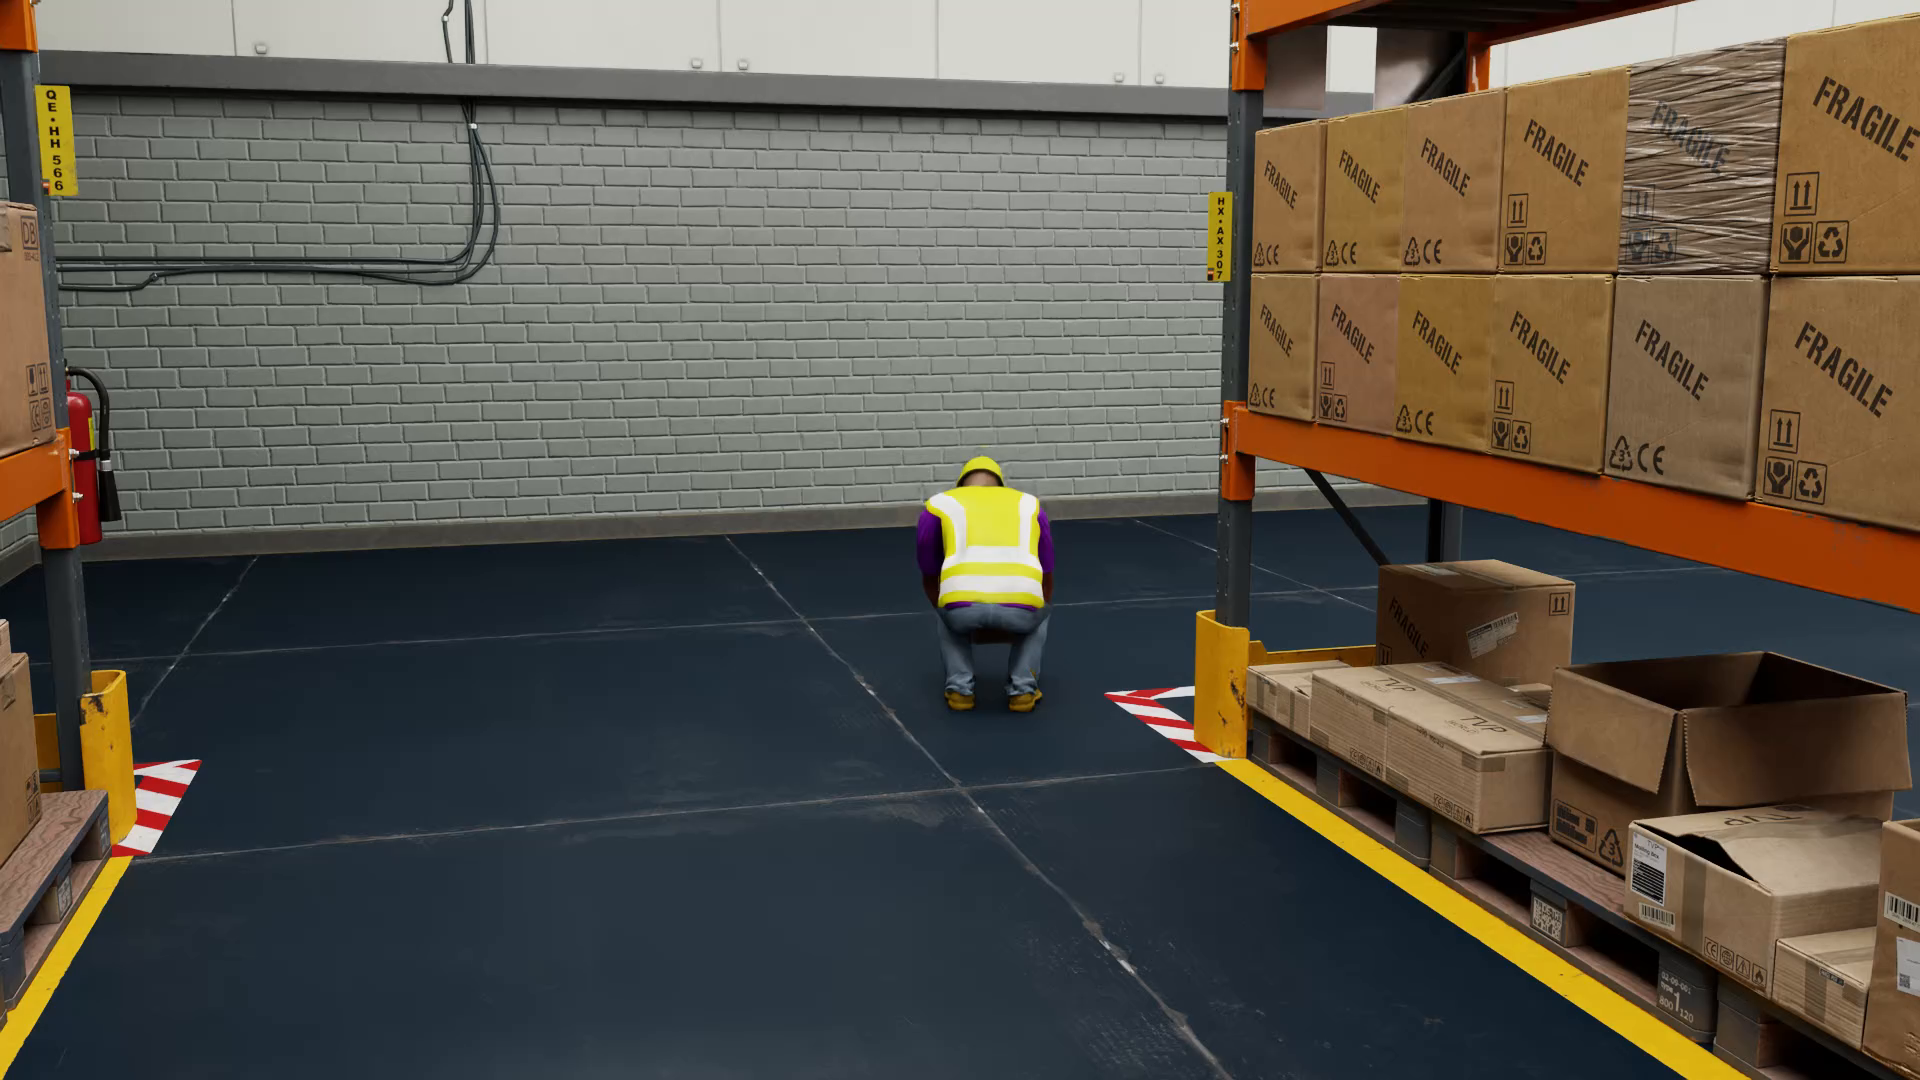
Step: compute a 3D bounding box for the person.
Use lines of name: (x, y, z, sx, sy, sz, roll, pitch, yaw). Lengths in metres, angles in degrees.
person: (0.103, 0.178, 7.085, 0.594, 1.012, 0.875, 1, 9, 4)
